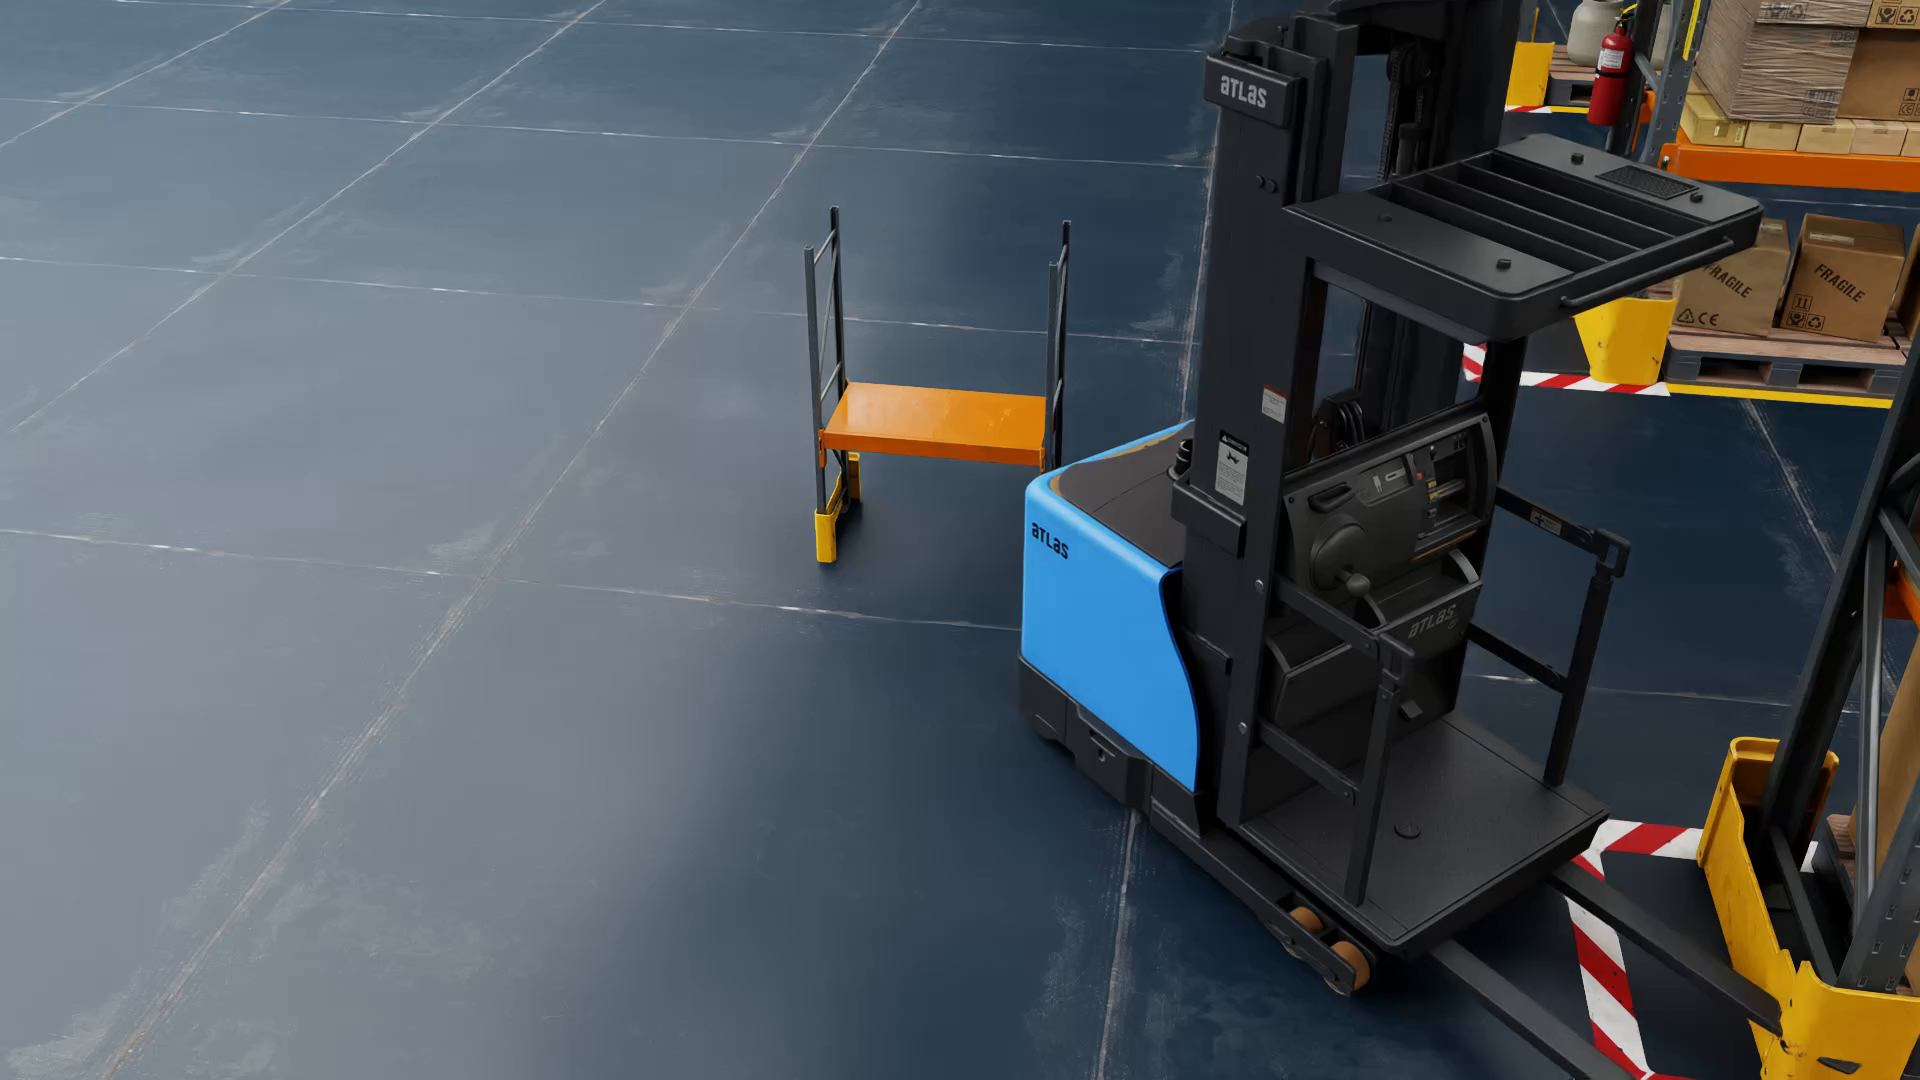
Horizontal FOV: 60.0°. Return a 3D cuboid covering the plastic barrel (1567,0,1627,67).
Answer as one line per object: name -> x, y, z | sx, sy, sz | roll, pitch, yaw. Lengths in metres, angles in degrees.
plastic barrel -> 5.167, -4.132, 13.473 | 0.421, 0.512, 0.421 | 0, 32, 0

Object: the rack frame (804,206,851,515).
rack frame -> -0.585, -0.689, 7.437 | 0.032, 1.500, 0.500 | 5, 32, 8

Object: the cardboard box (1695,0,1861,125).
cardboard box -> 4.210, -2.542, 8.609 | 0.500, 0.500, 0.875 | 5, 32, 8

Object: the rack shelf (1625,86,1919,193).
rack shelf -> 5.644, -1.953, 8.722 | 4.000, 0.370, 1.077 | 5, 32, 8

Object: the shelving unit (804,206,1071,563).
shelving unit -> -0.075, -0.643, 7.363 | 1.083, 1.500, 0.587 | 5, 32, 8

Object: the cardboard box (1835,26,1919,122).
cardboard box -> 4.723, -2.560, 8.638 | 0.500, 0.500, 0.875 | 5, 32, 8

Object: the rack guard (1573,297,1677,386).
rack guard -> 3.747, -1.371, 9.469 | 0.348, 0.500, 1.175 | 5, 32, 8

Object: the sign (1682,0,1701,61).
sign -> 3.581, -2.520, 8.133 | 0.005, 0.325, 0.100 | 5, 32, 8

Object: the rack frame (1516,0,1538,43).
rack frame -> 4.505, -5.027, 12.955 | 0.127, 3.000, 1.000 | 5, 32, 8

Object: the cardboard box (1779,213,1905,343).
cardboard box -> 4.880, -1.455, 9.208 | 0.500, 0.500, 0.500 | 14, 35, 21

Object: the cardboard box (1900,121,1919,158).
cardboard box -> 4.895, -2.080, 8.483 | 0.250, 0.149, 0.380 | 5, 32, 8

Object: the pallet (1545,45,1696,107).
pallet -> 5.388, -3.788, 13.603 | 1.213, 0.211, 1.003 | 5, 32, 8

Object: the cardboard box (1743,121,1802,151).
cardboard box -> 4.156, -2.148, 8.591 | 0.250, 0.149, 0.380 | 5, 32, 8

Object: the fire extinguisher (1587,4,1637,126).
fire extinguisher -> 3.637, -2.655, 9.238 | 0.183, 0.674, 0.296 | 5, 32, 8

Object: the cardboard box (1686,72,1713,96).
cardboard box -> 3.988, -2.413, 9.015 | 0.250, 0.149, 0.380 | 5, 32, 8

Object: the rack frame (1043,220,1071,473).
rack frame -> 0.417, -0.598, 7.292 | 0.032, 1.500, 0.500 | 5, 32, 8

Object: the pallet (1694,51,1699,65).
pallet -> 6.587, -3.678, 13.427 | 1.213, 0.211, 1.003 | 5, 32, 8

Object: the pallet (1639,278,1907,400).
pallet -> 4.542, -1.157, 9.400 | 1.213, 0.211, 1.003 | 5, 32, 8

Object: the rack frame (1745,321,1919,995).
rack frame -> 2.738, 0.148, 4.686 | 0.127, 3.000, 1.000 | 5, 32, 8

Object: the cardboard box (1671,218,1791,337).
cardboard box -> 4.285, -1.491, 9.265 | 0.500, 0.500, 0.500 | 11, 34, 17

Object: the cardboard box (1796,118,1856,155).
cardboard box -> 4.400, -2.118, 8.543 | 0.250, 0.149, 0.380 | 5, 32, 8

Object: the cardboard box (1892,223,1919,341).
cardboard box -> 5.494, -1.390, 9.103 | 0.500, 0.500, 0.500 | 8, 33, 13

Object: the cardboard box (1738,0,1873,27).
cardboard box -> 4.168, -2.838, 8.139 | 0.500, 0.500, 0.500 | 5, 32, 8

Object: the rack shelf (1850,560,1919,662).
rack shelf -> 4.710, 0.632, 4.592 | 4.000, 0.370, 1.077 | 5, 32, 8

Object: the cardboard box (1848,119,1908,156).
cardboard box -> 4.650, -2.106, 8.525 | 0.250, 0.149, 0.380 | 5, 32, 8

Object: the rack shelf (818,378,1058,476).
rack shelf -> -0.084, -0.491, 7.460 | 1.000, 0.185, 0.538 | 5, 32, 8

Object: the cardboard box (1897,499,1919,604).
cardboard box -> 3.111, 0.094, 4.631 | 0.550, 0.550, 0.875 | 5, 32, 8

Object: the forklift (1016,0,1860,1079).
forklift -> 1.489, -0.065, 5.091 | 1.130, 2.935, 3.031 | -21, 38, -30

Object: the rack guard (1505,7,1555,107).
rack guard -> 4.588, -3.986, 13.646 | 0.348, 0.500, 1.175 | 5, 32, 8

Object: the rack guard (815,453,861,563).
rack guard -> -0.566, -0.157, 7.766 | 0.087, 0.250, 0.587 | 5, 32, 8

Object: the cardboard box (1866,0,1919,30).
cardboard box -> 4.660, -2.789, 8.062 | 0.500, 0.500, 0.500 | 5, 32, 8

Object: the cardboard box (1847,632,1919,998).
cardboard box -> 3.418, 0.897, 5.097 | 0.875, 0.875, 0.875 | 5, 32, 8

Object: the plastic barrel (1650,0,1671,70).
plastic barrel -> 5.661, -4.087, 13.402 | 0.421, 0.512, 0.421 | 0, 32, 0

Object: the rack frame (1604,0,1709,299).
rack frame -> 3.672, -2.437, 8.816 | 0.127, 3.000, 1.000 | 5, 32, 8

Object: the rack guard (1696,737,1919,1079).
rack guard -> 2.714, 1.206, 5.353 | 0.348, 0.500, 1.175 | 5, 32, 8

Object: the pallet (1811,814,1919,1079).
pallet -> 3.539, 1.361, 5.377 | 1.213, 0.211, 1.003 | 5, 32, 8

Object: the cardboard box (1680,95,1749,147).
cardboard box -> 3.913, -2.180, 8.643 | 0.250, 0.149, 0.380 | 5, 32, 8

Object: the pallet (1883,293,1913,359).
pallet -> 5.741, -1.047, 9.224 | 1.213, 0.211, 1.003 | 5, 32, 8
